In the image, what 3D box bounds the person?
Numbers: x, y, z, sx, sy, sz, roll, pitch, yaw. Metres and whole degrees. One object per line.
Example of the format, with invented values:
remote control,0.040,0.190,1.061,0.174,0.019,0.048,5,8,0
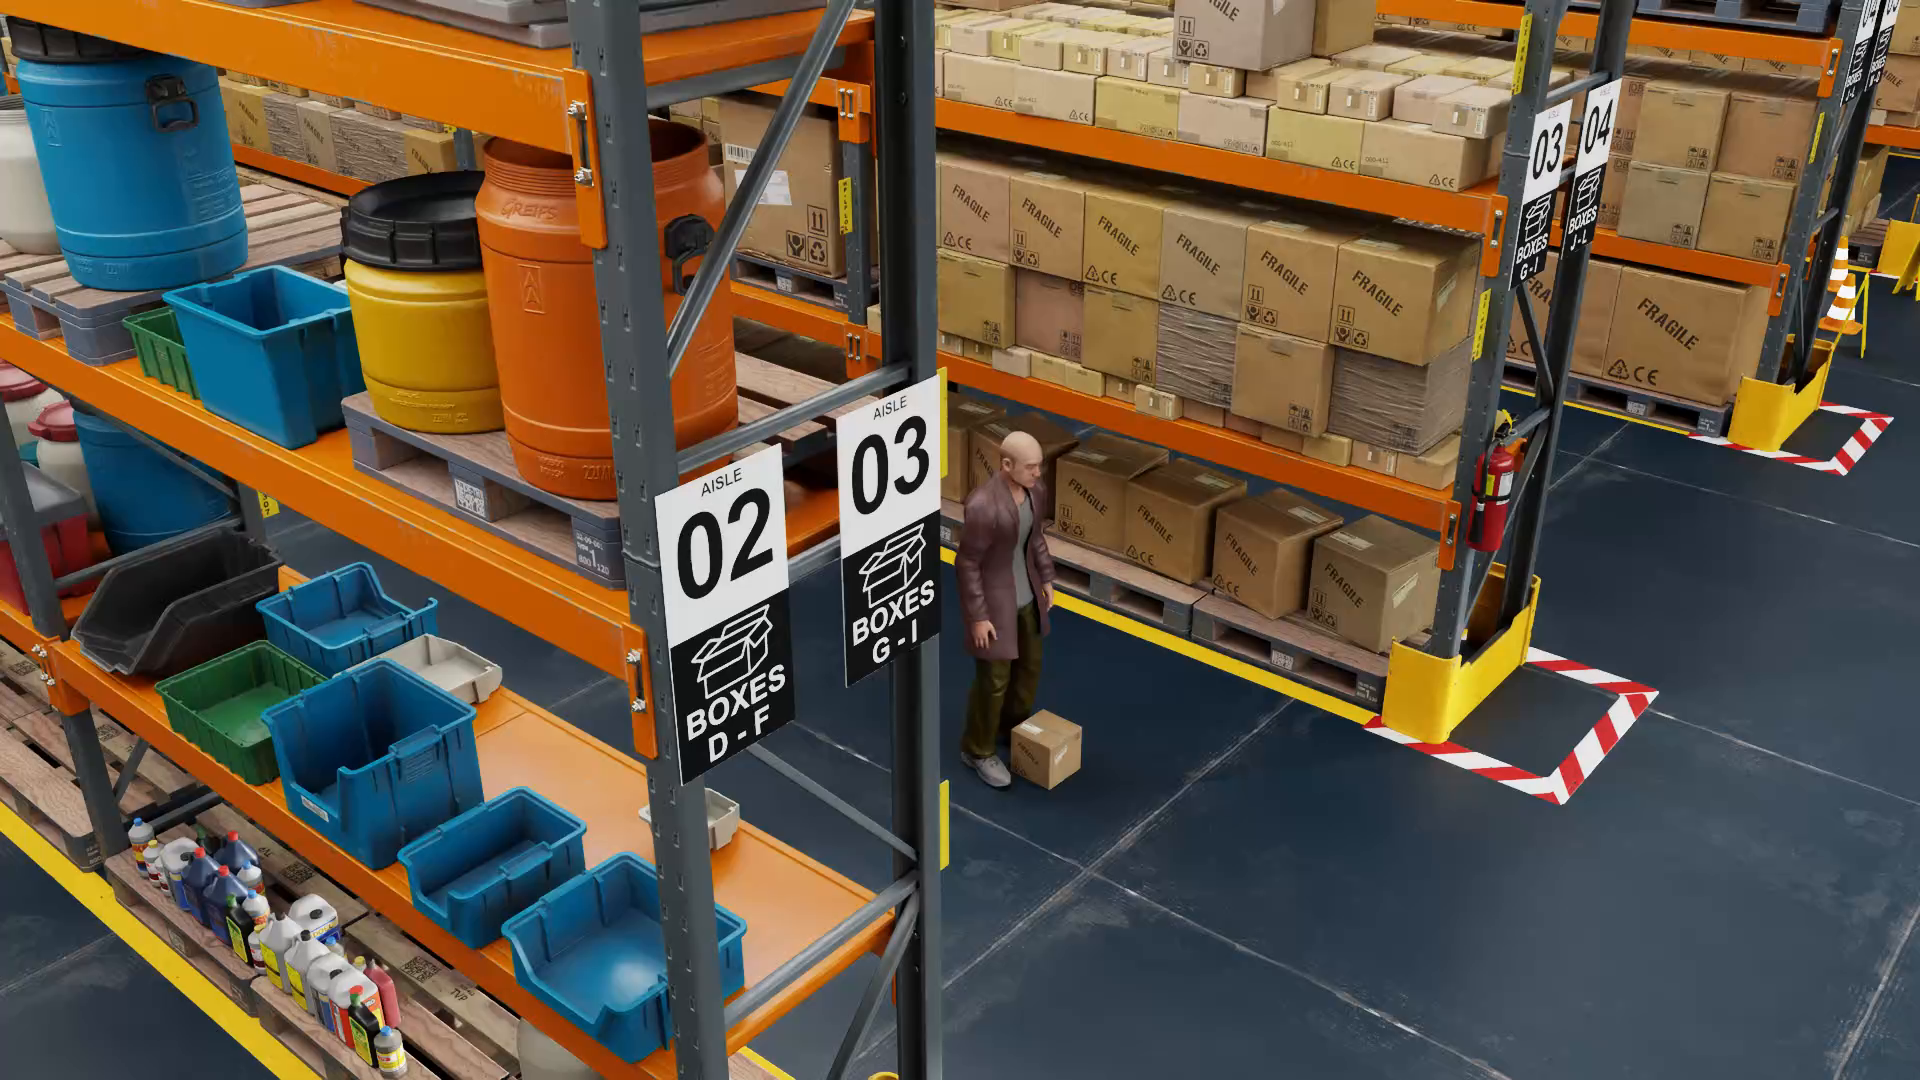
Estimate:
person,0.232,0.294,8.057,0.424,1.774,0.644,21,34,35
